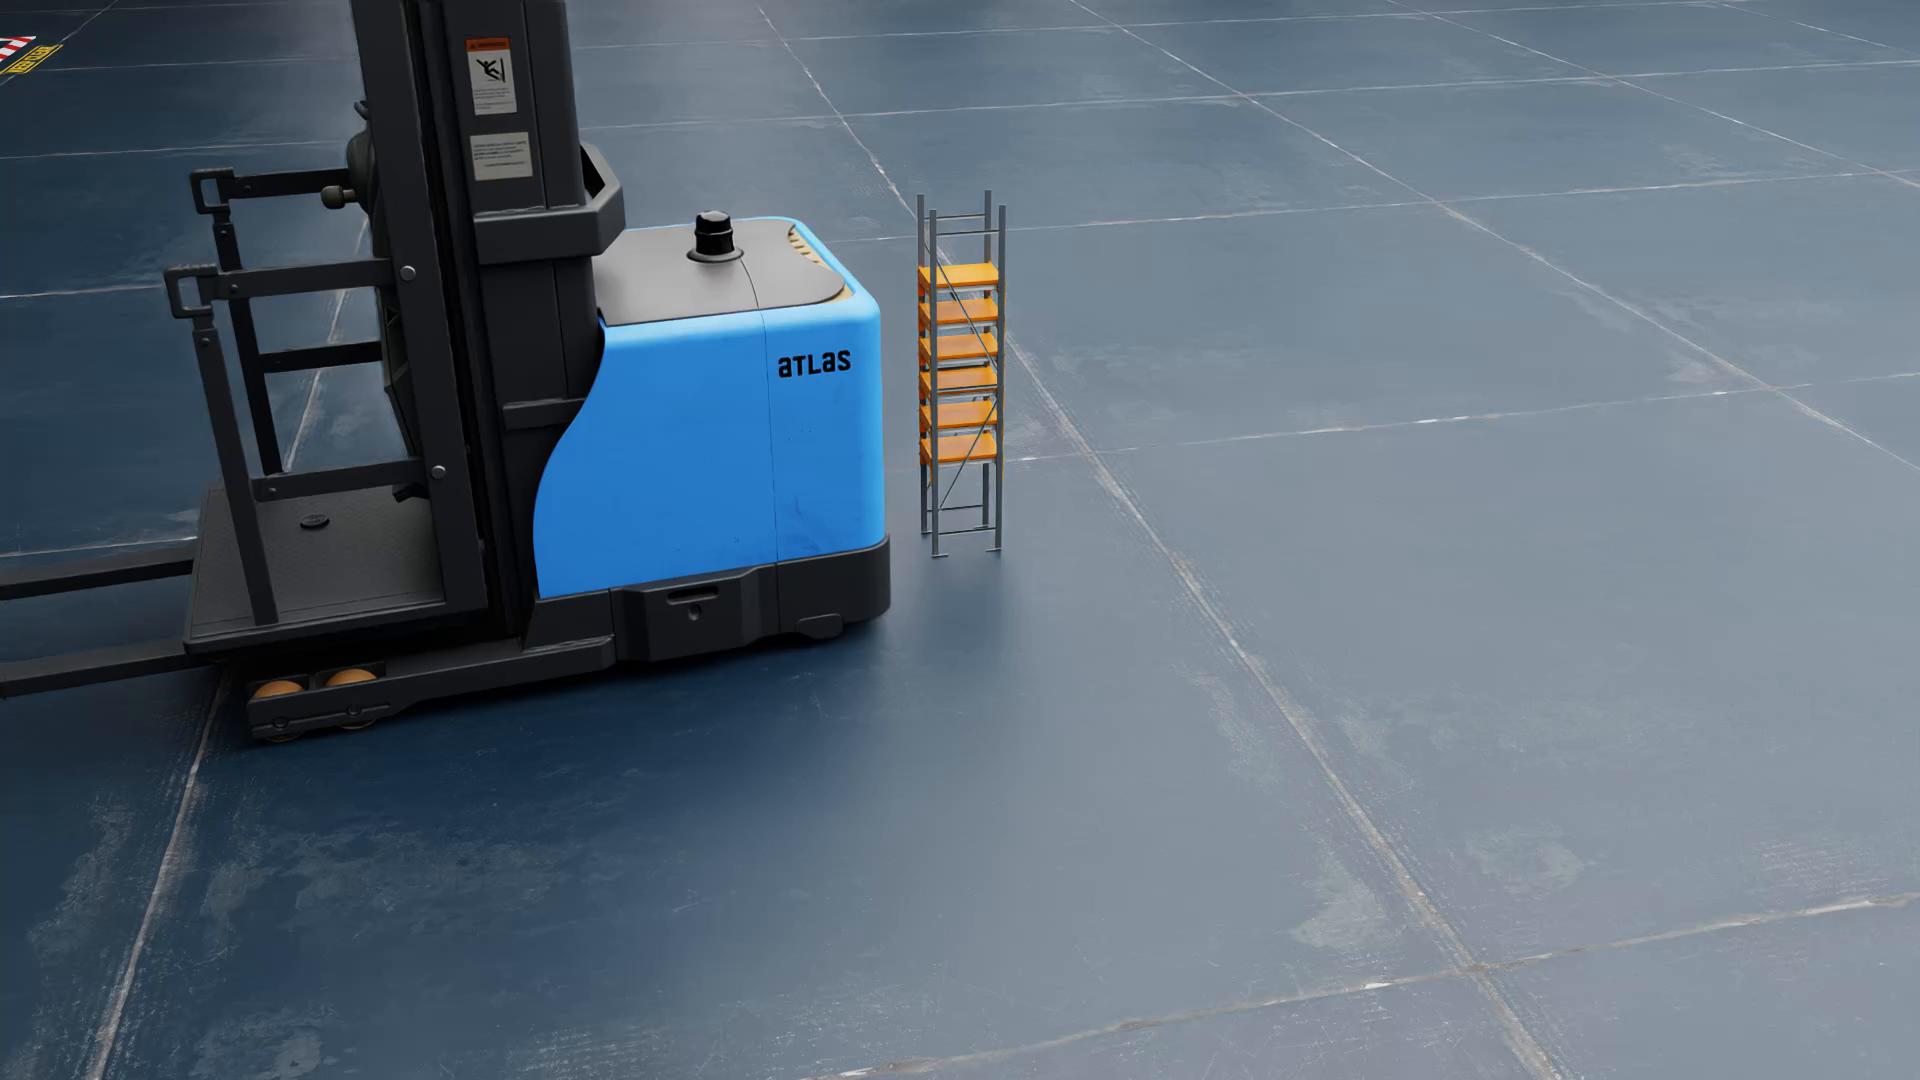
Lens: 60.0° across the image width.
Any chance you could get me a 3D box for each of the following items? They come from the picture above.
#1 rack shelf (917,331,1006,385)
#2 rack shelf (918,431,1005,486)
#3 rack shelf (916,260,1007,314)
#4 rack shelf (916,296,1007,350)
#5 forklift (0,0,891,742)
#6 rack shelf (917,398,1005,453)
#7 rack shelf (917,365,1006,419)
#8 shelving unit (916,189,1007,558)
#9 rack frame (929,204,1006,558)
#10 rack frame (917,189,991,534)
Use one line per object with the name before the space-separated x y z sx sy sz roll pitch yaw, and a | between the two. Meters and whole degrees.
rack shelf | 0.003 -0.597 5.433 0.258 0.103 0.180 -6 27 -12
rack shelf | 0.003 -0.275 5.595 0.258 0.103 0.180 -6 27 -12
rack shelf | 0.003 -0.811 5.325 0.258 0.103 0.180 -6 27 -12
rack shelf | 0.003 -0.704 5.379 0.258 0.103 0.180 -6 27 -12
forklift | -1.790 -1.014 4.506 3.031 2.935 1.130 -9 28 -17
rack shelf | 0.003 -0.382 5.541 0.258 0.103 0.180 -6 27 -12
rack shelf | 0.003 -0.490 5.487 0.258 0.103 0.180 -6 27 -12
shelving unit | 0.003 -0.529 5.467 0.258 1.200 0.189 -6 27 -12
rack frame | 0.024 -0.489 5.387 0.240 1.200 0.006 -6 27 -12
rack frame | -0.017 -0.569 5.547 0.240 1.200 0.006 -6 27 -12
